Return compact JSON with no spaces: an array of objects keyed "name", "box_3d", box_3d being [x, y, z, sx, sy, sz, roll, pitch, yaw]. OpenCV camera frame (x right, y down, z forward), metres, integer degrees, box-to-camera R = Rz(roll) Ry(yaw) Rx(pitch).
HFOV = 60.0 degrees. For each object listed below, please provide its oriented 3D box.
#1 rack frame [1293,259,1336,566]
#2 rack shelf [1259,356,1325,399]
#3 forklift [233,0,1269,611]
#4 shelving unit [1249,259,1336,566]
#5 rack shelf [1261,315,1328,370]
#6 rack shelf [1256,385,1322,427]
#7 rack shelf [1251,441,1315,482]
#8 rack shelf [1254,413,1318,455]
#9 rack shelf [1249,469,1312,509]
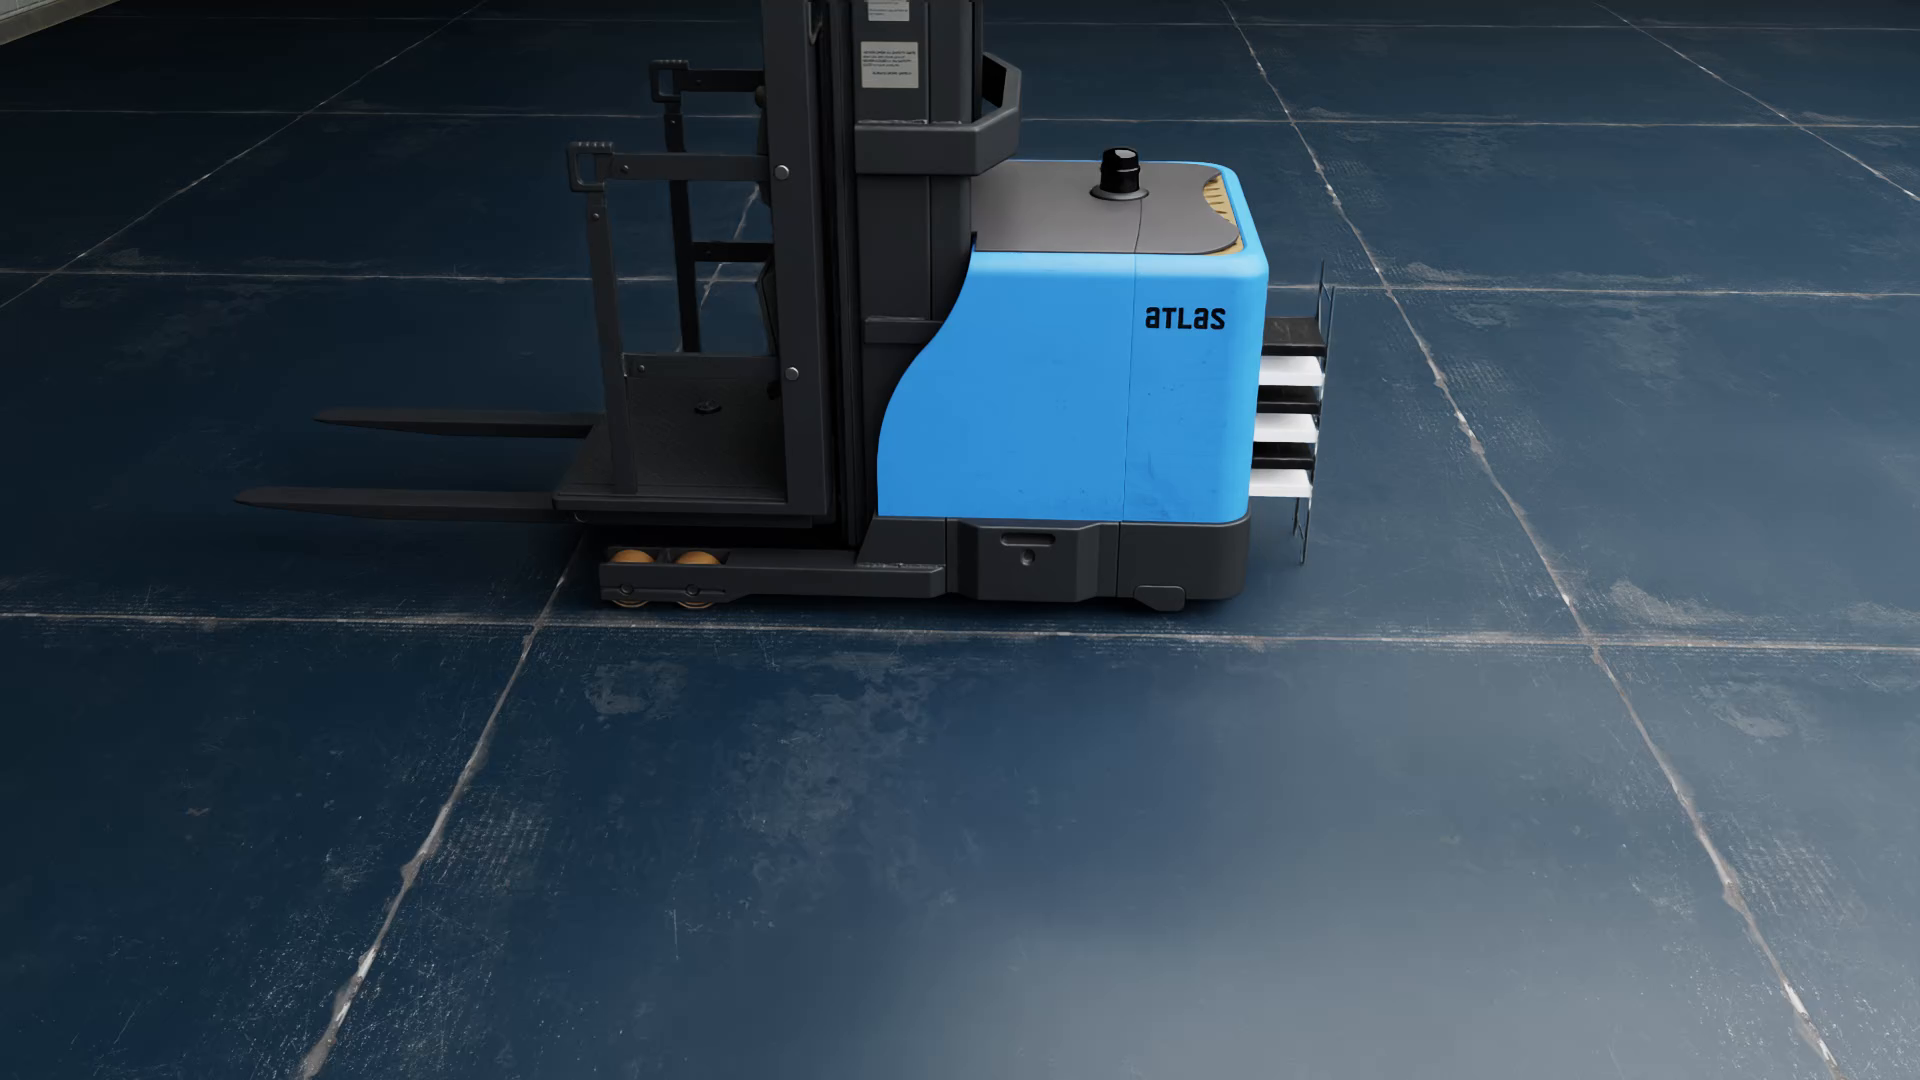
[{"name":"rack frame","box_3d":[1.060,-0.373,4.992,0.006,0.900,0.240,1,28,3]},{"name":"rack shelf","box_3d":[0.959,-0.505,4.928,0.200,0.077,0.258,1,28,3]},{"name":"forklift","box_3d":[-0.659,-1.338,4.645,3.031,2.935,1.130,1,28,3]},{"name":"shelving unit","box_3d":[0.959,-0.375,4.997,0.210,0.900,0.258,1,28,3]},{"name":"rack shelf","box_3d":[0.959,-0.584,4.886,0.200,0.077,0.258,1,28,3]},{"name":"rack shelf","box_3d":[0.959,-0.425,4.970,0.200,0.077,0.258,1,28,3]},{"name":"rack shelf","box_3d":[0.959,-0.266,5.054,0.200,0.077,0.258,1,28,3]},{"name":"rack shelf","box_3d":[0.959,-0.346,5.012,0.200,0.077,0.258,1,28,3]},{"name":"rack shelf","box_3d":[0.959,-0.187,5.097,0.200,0.077,0.258,1,28,3]}]
